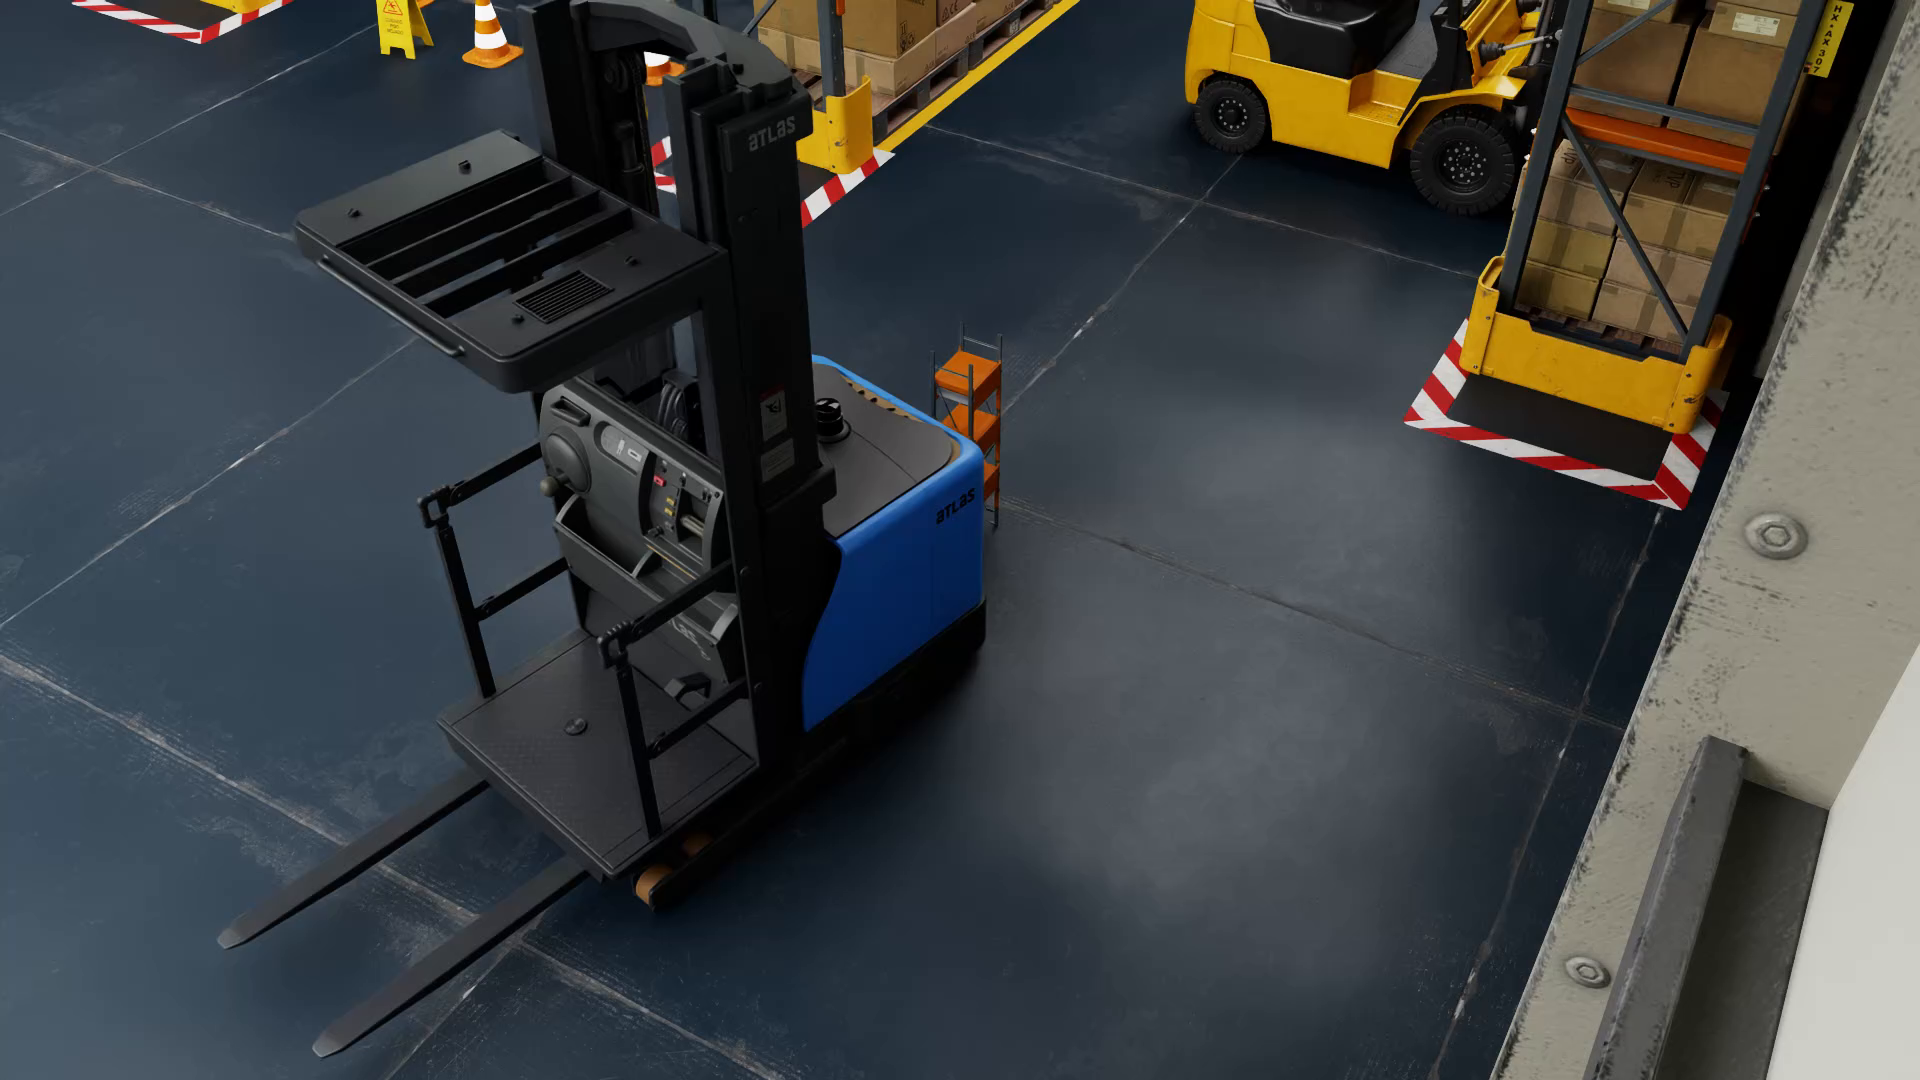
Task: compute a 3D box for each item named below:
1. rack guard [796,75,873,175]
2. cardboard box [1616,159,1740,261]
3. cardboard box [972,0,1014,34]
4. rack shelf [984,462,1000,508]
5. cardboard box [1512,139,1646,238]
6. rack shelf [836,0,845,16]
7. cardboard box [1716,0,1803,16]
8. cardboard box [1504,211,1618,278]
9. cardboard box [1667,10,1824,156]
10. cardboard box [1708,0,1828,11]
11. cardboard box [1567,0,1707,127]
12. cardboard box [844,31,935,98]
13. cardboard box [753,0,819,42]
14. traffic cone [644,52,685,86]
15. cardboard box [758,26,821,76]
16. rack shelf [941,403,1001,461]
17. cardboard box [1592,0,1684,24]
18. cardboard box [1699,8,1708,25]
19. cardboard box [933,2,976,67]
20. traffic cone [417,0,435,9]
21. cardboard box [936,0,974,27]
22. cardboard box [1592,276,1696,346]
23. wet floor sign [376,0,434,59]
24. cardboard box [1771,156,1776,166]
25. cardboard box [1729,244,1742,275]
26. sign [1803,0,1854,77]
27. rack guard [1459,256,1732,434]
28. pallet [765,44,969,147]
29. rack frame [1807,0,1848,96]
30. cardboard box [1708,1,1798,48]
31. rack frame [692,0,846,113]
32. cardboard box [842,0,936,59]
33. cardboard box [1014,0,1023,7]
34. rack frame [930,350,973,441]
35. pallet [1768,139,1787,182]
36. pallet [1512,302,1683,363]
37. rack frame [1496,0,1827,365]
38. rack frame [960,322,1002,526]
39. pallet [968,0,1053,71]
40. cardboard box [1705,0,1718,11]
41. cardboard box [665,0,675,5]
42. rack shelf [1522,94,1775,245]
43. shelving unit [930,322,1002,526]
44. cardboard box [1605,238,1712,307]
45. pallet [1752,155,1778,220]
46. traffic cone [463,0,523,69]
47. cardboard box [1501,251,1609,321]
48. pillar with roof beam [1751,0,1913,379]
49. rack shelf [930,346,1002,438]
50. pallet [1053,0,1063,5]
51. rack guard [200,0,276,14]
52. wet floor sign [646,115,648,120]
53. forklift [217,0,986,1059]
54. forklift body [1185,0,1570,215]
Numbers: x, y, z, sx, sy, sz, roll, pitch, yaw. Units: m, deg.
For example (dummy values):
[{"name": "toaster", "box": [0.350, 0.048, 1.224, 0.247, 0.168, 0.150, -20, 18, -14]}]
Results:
[{"name": "rack guard", "box": [-1.102, -2.678, 10.229, 1.175, 0.500, 0.348, 21, 45, 22]}, {"name": "cardboard box", "box": [3.564, -1.647, 8.172, 0.500, 0.250, 0.500, 20, 45, 21]}, {"name": "cardboard box", "box": [0.027, -3.675, 11.231, 0.500, 0.250, 0.500, 24, 47, 25]}, {"name": "rack shelf", "box": [0.027, -0.208, 7.444, 0.215, 0.259, 0.240, 21, 45, 22]}, {"name": "cardboard box", "box": [3.120, -1.801, 8.347, 0.500, 0.250, 0.500, 22, 46, 23]}, {"name": "rack shelf", "box": [-0.139, -4.447, 10.890, 1.077, 0.370, 4.000, 21, 45, 22]}, {"name": "cardboard box", "box": [3.512, -2.448, 7.284, 0.380, 0.149, 0.250, 20, 45, 21]}, {"name": "cardboard box", "box": [3.132, -1.629, 8.530, 0.500, 0.250, 0.500, 20, 45, 22]}, {"name": "cardboard box", "box": [3.648, -2.163, 7.676, 0.500, 0.500, 0.500, 22, 46, 23]}, {"name": "cardboard box", "box": [3.889, -2.468, 8.023, 0.500, 0.500, 0.500, 22, 46, 23]}, {"name": "cardboard box", "box": [3.178, -2.339, 7.877, 0.500, 0.500, 0.500, 20, 45, 21]}, {"name": "cardboard box", "box": [-0.497, -3.069, 10.543, 0.500, 0.250, 0.500, 21, 45, 22]}, {"name": "cardboard box", "box": [-0.965, -3.525, 10.494, 0.500, 0.500, 0.500, 21, 46, 22]}, {"name": "traffic cone", "box": [-2.042, -3.293, 10.955, 0.336, 0.463, 0.334, 21, 45, 22]}, {"name": "cardboard box", "box": [-0.957, -3.264, 10.765, 0.500, 0.250, 0.500, 21, 45, 22]}, {"name": "rack shelf", "box": [0.027, -0.417, 7.260, 0.215, 0.259, 0.240, 21, 45, 22]}, {"name": "cardboard box", "box": [3.090, -2.505, 7.574, 0.380, 0.149, 0.250, 22, 46, 23]}, {"name": "cardboard box", "box": [3.446, -2.633, 8.210, 0.500, 0.500, 0.500, 22, 46, 23]}, {"name": "cardboard box", "box": [-0.235, -3.358, 10.872, 0.500, 0.250, 0.500, 23, 46, 24]}, {"name": "traffic cone", "box": [-3.981, -4.034, 11.797, 0.336, 0.463, 0.334, 21, 45, 22]}, {"name": "cardboard box", "box": [-0.228, -3.665, 10.652, 0.500, 0.500, 0.500, 19, 45, 21]}, {"name": "cardboard box", "box": [3.574, -1.275, 8.507, 0.500, 0.250, 0.500, 21, 46, 22]}, {"name": "wet floor sign", "box": [-3.777, -3.597, 11.162, 0.267, 0.644, 0.232, 14, 43, 15]}, {"name": "cardboard box", "box": [4.589, -2.426, 9.814, 0.500, 0.250, 0.500, 21, 46, 22]}, {"name": "cardboard box", "box": [3.850, -1.555, 8.825, 0.500, 0.250, 0.500, 21, 46, 22]}, {"name": "sign", "box": [3.637, -2.101, 6.967, 0.100, 0.325, 0.005, 21, 45, 22]}, {"name": "rack guard", "box": [3.147, -0.982, 8.302, 1.175, 0.500, 0.348, 21, 45, 22]}, {"name": "pallet", "box": [-0.665, -3.023, 10.839, 1.003, 0.211, 1.213, 21, 45, 22]}, {"name": "rack frame", "box": [5.161, -4.222, 10.090, 1.000, 3.000, 0.127, 21, 45, 22]}, {"name": "cardboard box", "box": [3.553, -2.323, 7.367, 0.380, 0.149, 0.250, 20, 45, 21]}, {"name": "rack frame", "box": [-1.140, -3.573, 9.353, 1.000, 3.000, 0.127, 21, 45, 22]}, {"name": "cardboard box", "box": [-0.486, -3.364, 10.311, 0.500, 0.500, 0.500, 19, 45, 21]}, {"name": "cardboard box", "box": [0.282, -3.963, 11.559, 0.500, 0.250, 0.500, 22, 46, 23]}, {"name": "rack frame", "box": [-0.034, -0.355, 7.174, 0.200, 1.050, 0.008, 21, 45, 22]}, {"name": "pallet", "box": [4.727, -2.735, 10.511, 1.003, 0.211, 1.213, 21, 45, 22]}, {"name": "pallet", "box": [3.506, -1.338, 8.926, 1.003, 0.211, 1.213, 21, 45, 22]}, {"name": "rack frame", "box": [3.159, -1.933, 7.491, 1.000, 3.000, 0.127, 21, 45, 22]}, {"name": "rack frame", "box": [0.088, -0.494, 7.333, 0.200, 1.050, 0.008, 21, 45, 22]}, {"name": "pallet", "box": [-0.054, -3.718, 11.628, 1.003, 0.211, 1.213, 21, 45, 22]}, {"name": "cardboard box", "box": [3.622, -2.485, 7.551, 0.380, 0.149, 0.250, 21, 45, 22]}, {"name": "cardboard box", "box": [-2.234, -3.921, 11.905, 0.250, 0.149, 0.380, -21, 45, -22]}, {"name": "rack shelf", "box": [4.160, -2.808, 9.029, 1.077, 0.370, 4.000, 21, 45, 22]}, {"name": "shelving unit", "box": [0.027, -0.425, 7.253, 0.215, 1.050, 0.252, 21, 45, 22]}, {"name": "cardboard box", "box": [3.574, -1.447, 8.324, 0.500, 0.250, 0.500, 22, 46, 23]}, {"name": "pallet", "box": [4.117, -2.034, 9.715, 1.003, 0.211, 1.213, 21, 45, 22]}, {"name": "traffic cone", "box": [-3.173, -3.466, 11.151, 0.336, 0.463, 0.334, 21, 45, 22]}, {"name": "cardboard box", "box": [3.121, -1.432, 8.685, 0.500, 0.250, 0.500, 21, 46, 22]}, {"name": "pillar with roof beam", "box": [0.561, -5.709, 7.239, 9.100, 9.000, 0.400, 21, 45, 22]}, {"name": "rack shelf", "box": [0.027, -0.630, 7.073, 0.215, 0.259, 0.240, 21, 45, 22]}, {"name": "pallet", "box": [0.556, -4.419, 12.424, 1.003, 0.211, 1.213, 21, 45, 22]}, {"name": "rack guard", "box": [-5.488, -4.200, 11.957, 1.175, 0.500, 0.348, 21, 45, 22]}, {"name": "wet floor sign", "box": [-2.162, -2.934, 10.410, 0.232, 0.644, 0.267, -29, 49, -29]}, {"name": "forklift", "box": [-1.264, -0.150, 5.518, 1.130, 2.935, 3.031, 32, 50, 31]}, {"name": "forklift body", "box": [2.529, -3.303, 9.689, 2.313, 2.155, 1.214, 21, 45, 22]}]
